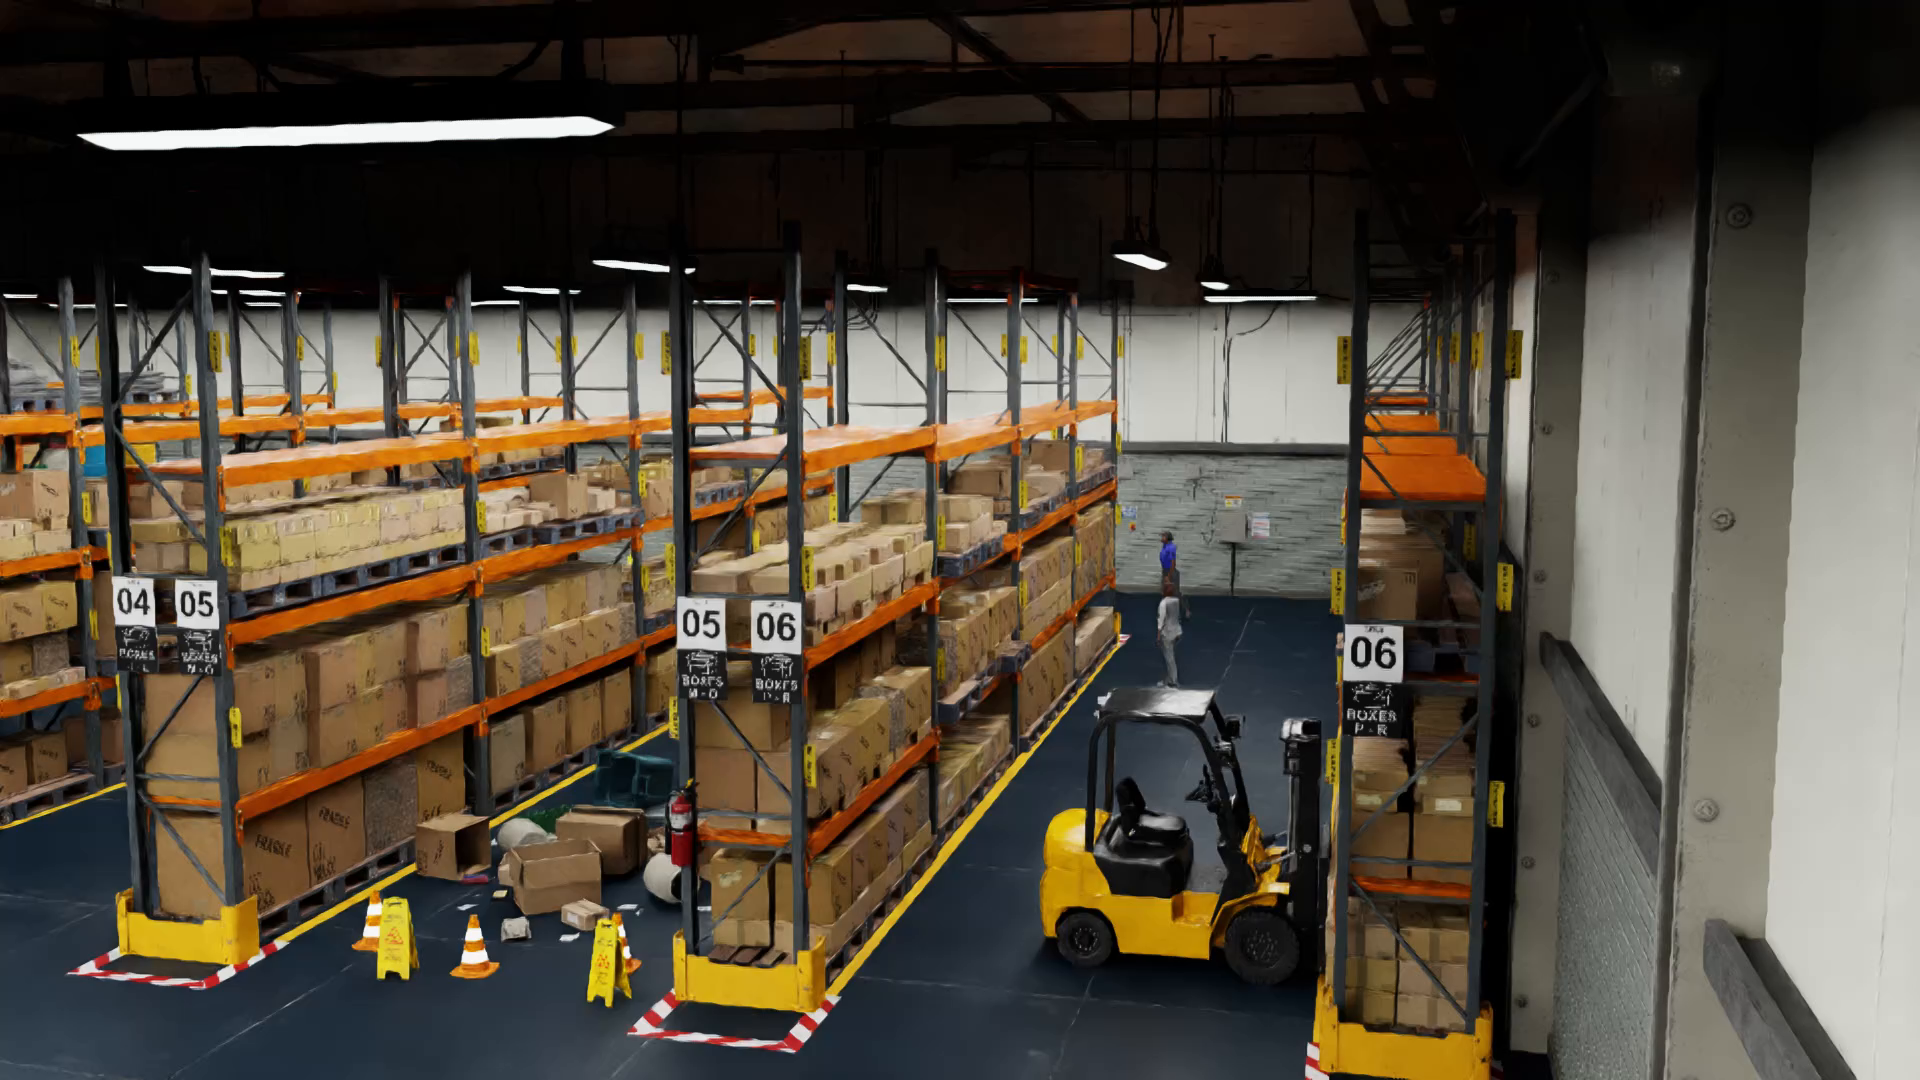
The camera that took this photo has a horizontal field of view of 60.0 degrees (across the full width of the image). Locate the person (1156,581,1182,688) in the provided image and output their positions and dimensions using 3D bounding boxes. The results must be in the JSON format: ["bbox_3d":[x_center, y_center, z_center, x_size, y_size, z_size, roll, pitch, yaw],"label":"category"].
[{"bbox_3d":[3.057,1.393,24.384,0.497,1.594,0.515,7,10,43],"label":"person"}]

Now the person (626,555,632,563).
[{"bbox_3d":[-5.210,1.048,26.873,0.734,1.686,0.882,1,7,10],"label":"person"}]

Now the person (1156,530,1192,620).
[{"bbox_3d":[3.922,0.687,30.492,0.678,1.546,0.481,-3,7,-22],"label":"person"}]
